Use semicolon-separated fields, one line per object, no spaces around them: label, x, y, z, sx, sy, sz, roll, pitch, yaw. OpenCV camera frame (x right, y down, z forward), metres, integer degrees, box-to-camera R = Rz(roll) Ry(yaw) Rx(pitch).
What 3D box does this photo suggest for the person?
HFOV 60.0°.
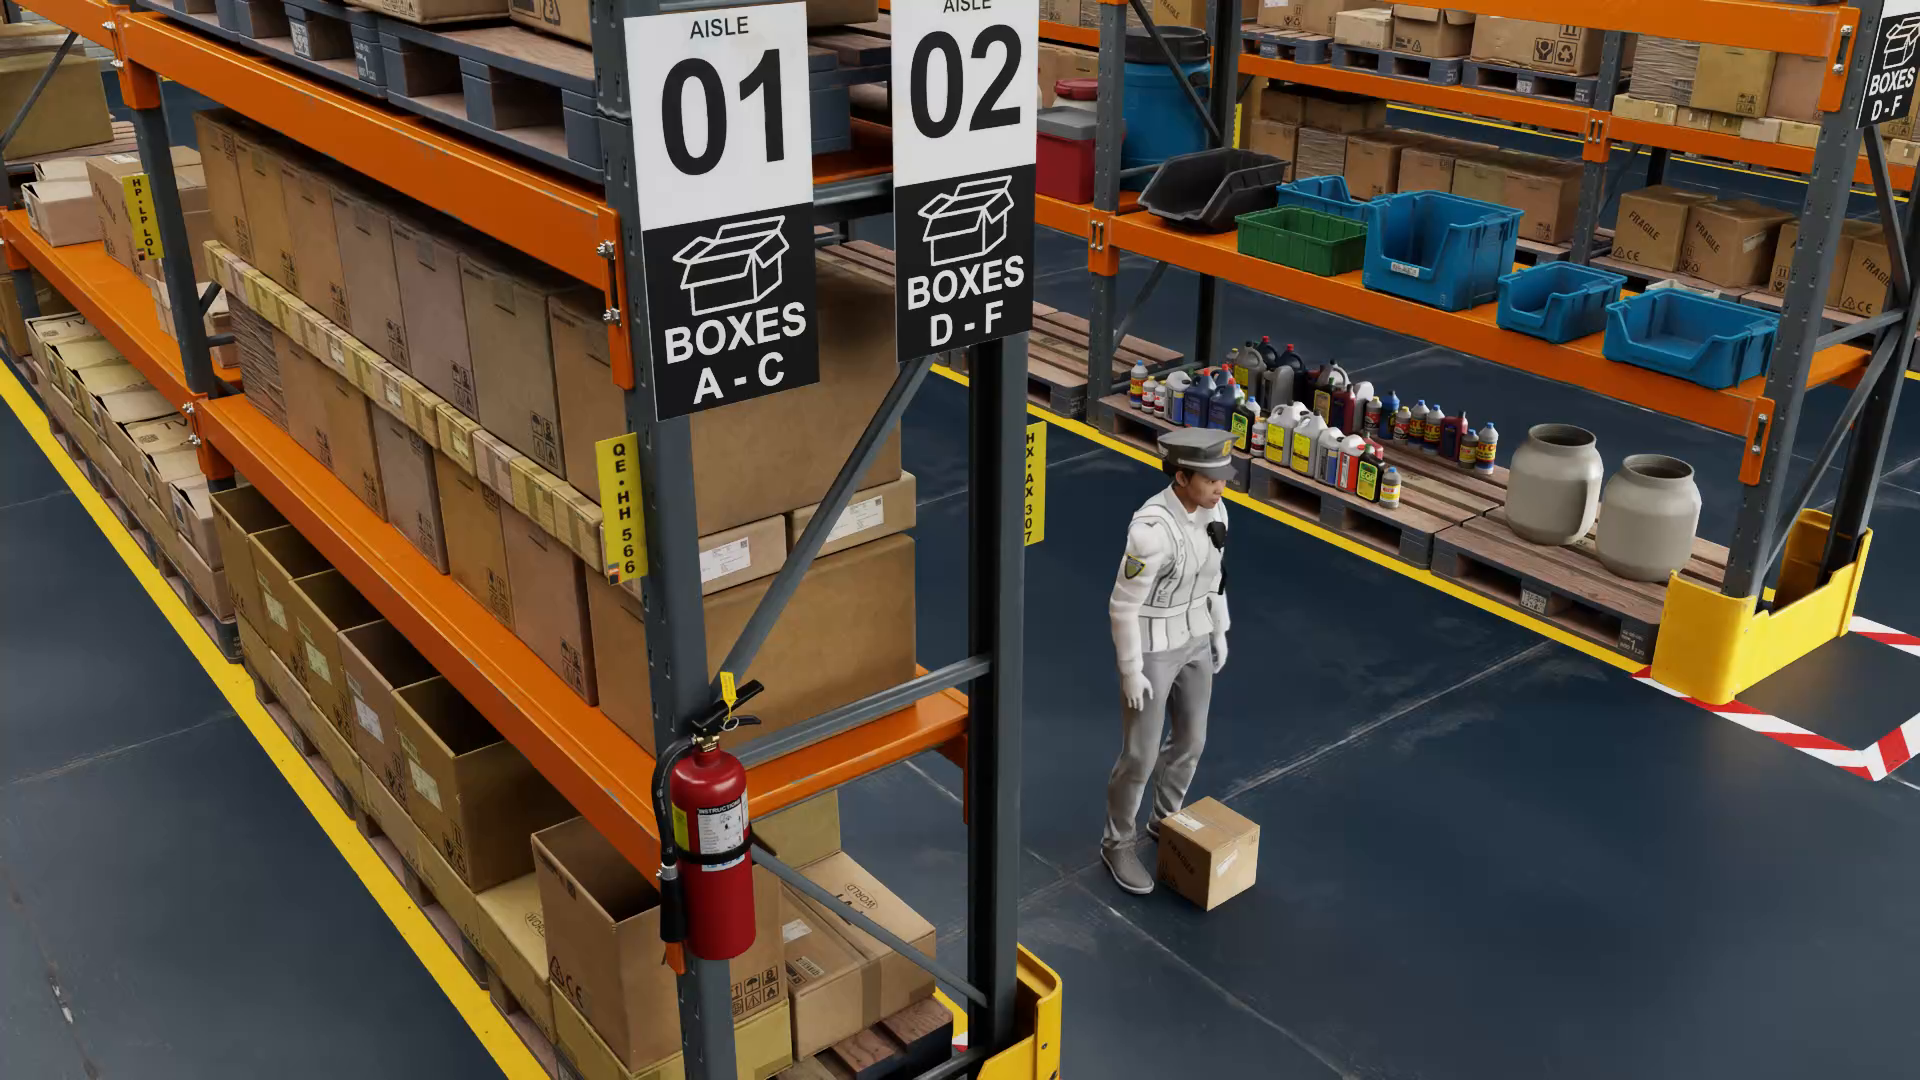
person;0.730;0.386;5.766;0.547;1.667;0.370;-20;32;-37
